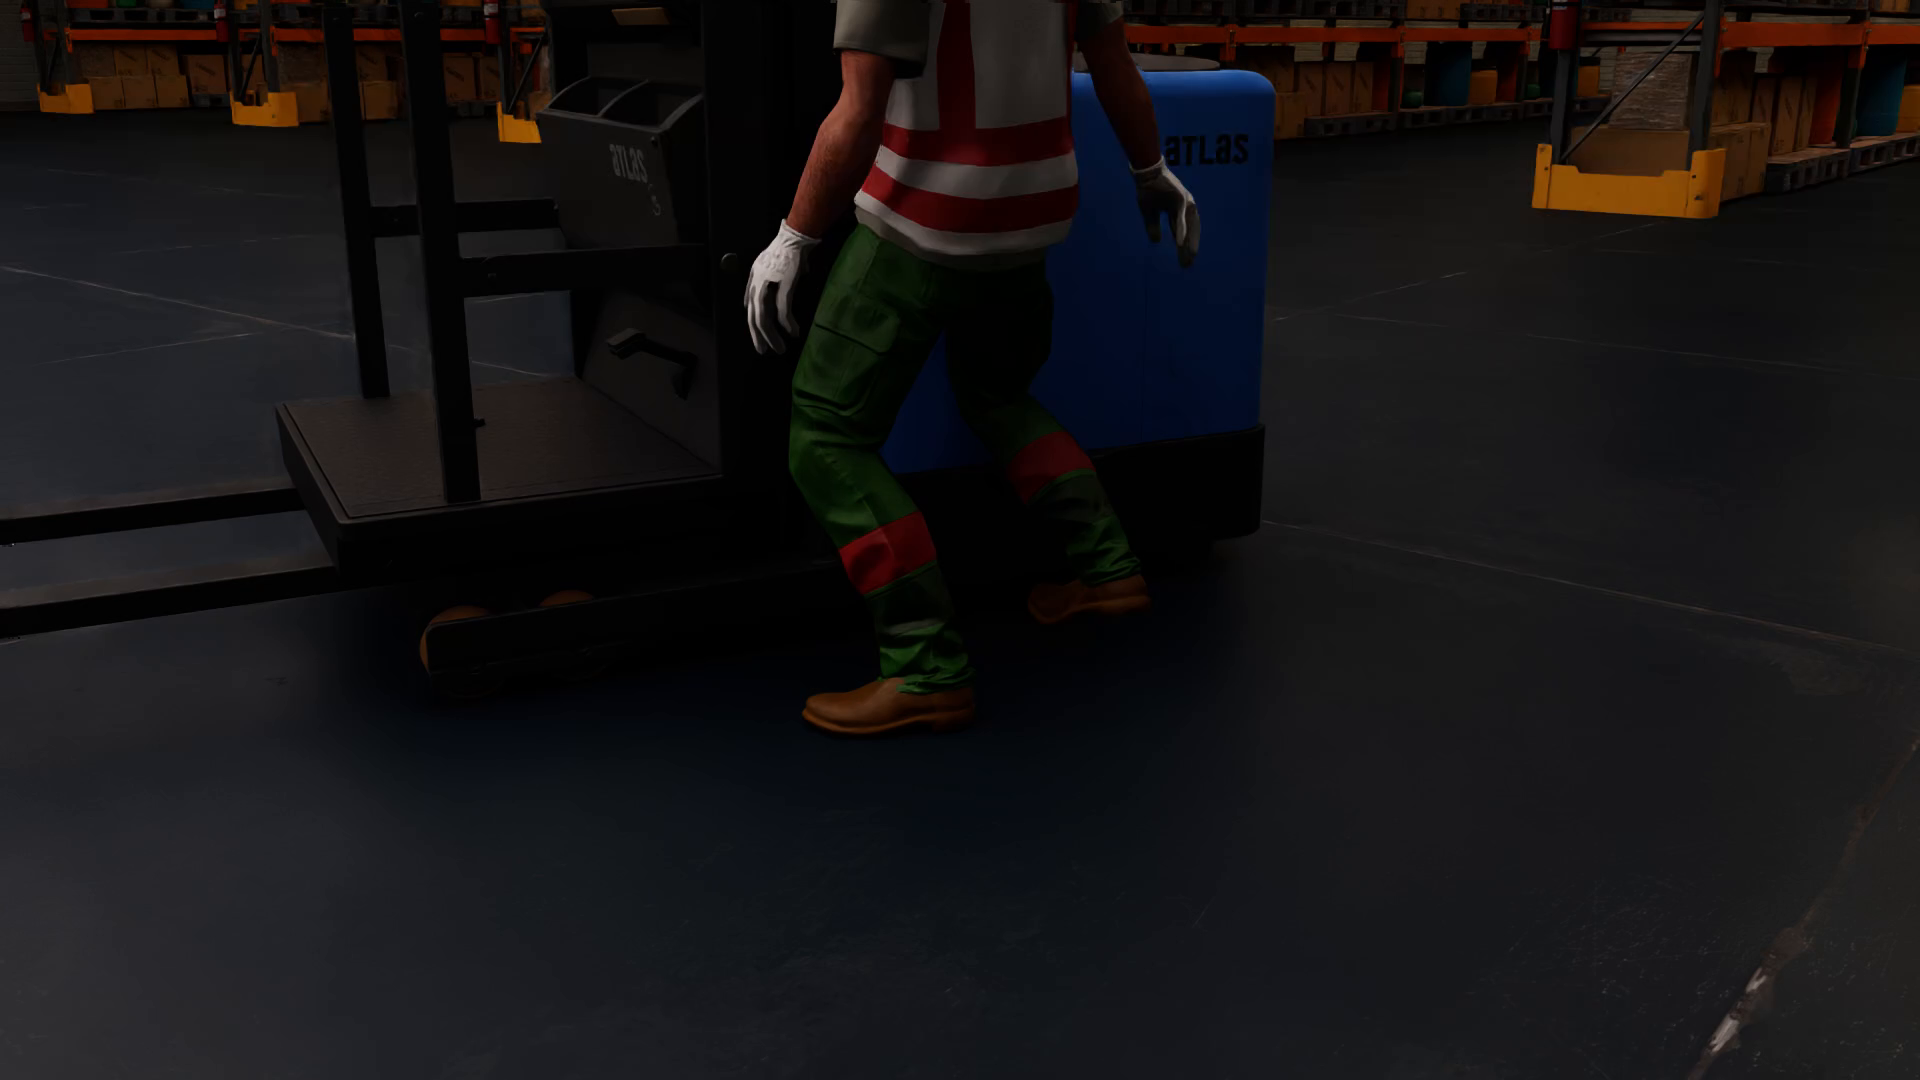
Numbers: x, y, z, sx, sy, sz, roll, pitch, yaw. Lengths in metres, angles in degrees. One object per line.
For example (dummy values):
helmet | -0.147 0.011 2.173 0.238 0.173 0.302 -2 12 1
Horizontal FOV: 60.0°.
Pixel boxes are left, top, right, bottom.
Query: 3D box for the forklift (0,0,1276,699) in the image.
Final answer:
forklift | -0.866 -1.290 3.147 3.031 2.935 1.130 -8 19 -26

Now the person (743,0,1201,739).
person | 0.039 -0.566 2.906 0.923 1.692 0.490 -15 22 -40
